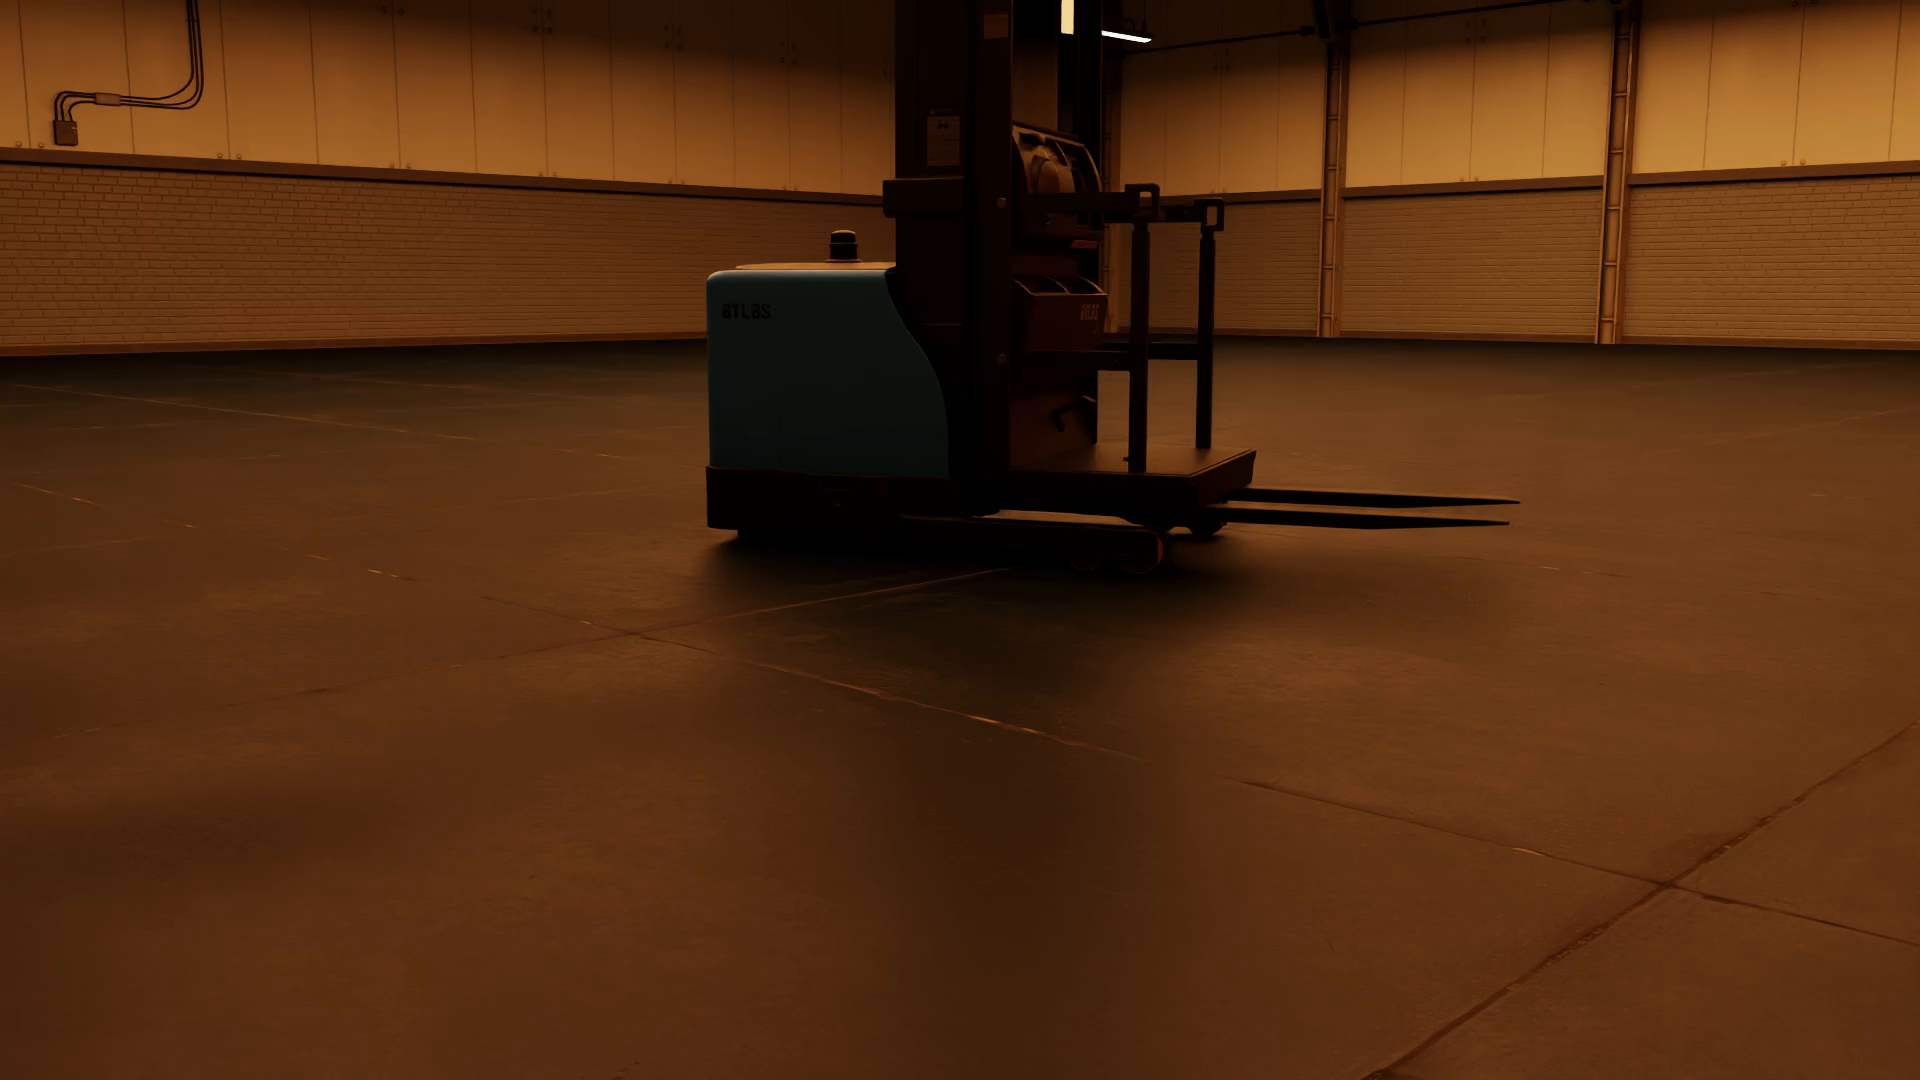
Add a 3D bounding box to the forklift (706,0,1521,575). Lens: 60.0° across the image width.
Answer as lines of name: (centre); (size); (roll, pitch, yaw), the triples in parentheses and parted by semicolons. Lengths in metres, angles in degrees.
forklift: (0.565, -1.416, 6.275); (3.031, 2.935, 1.130); (3, 9, 22)
